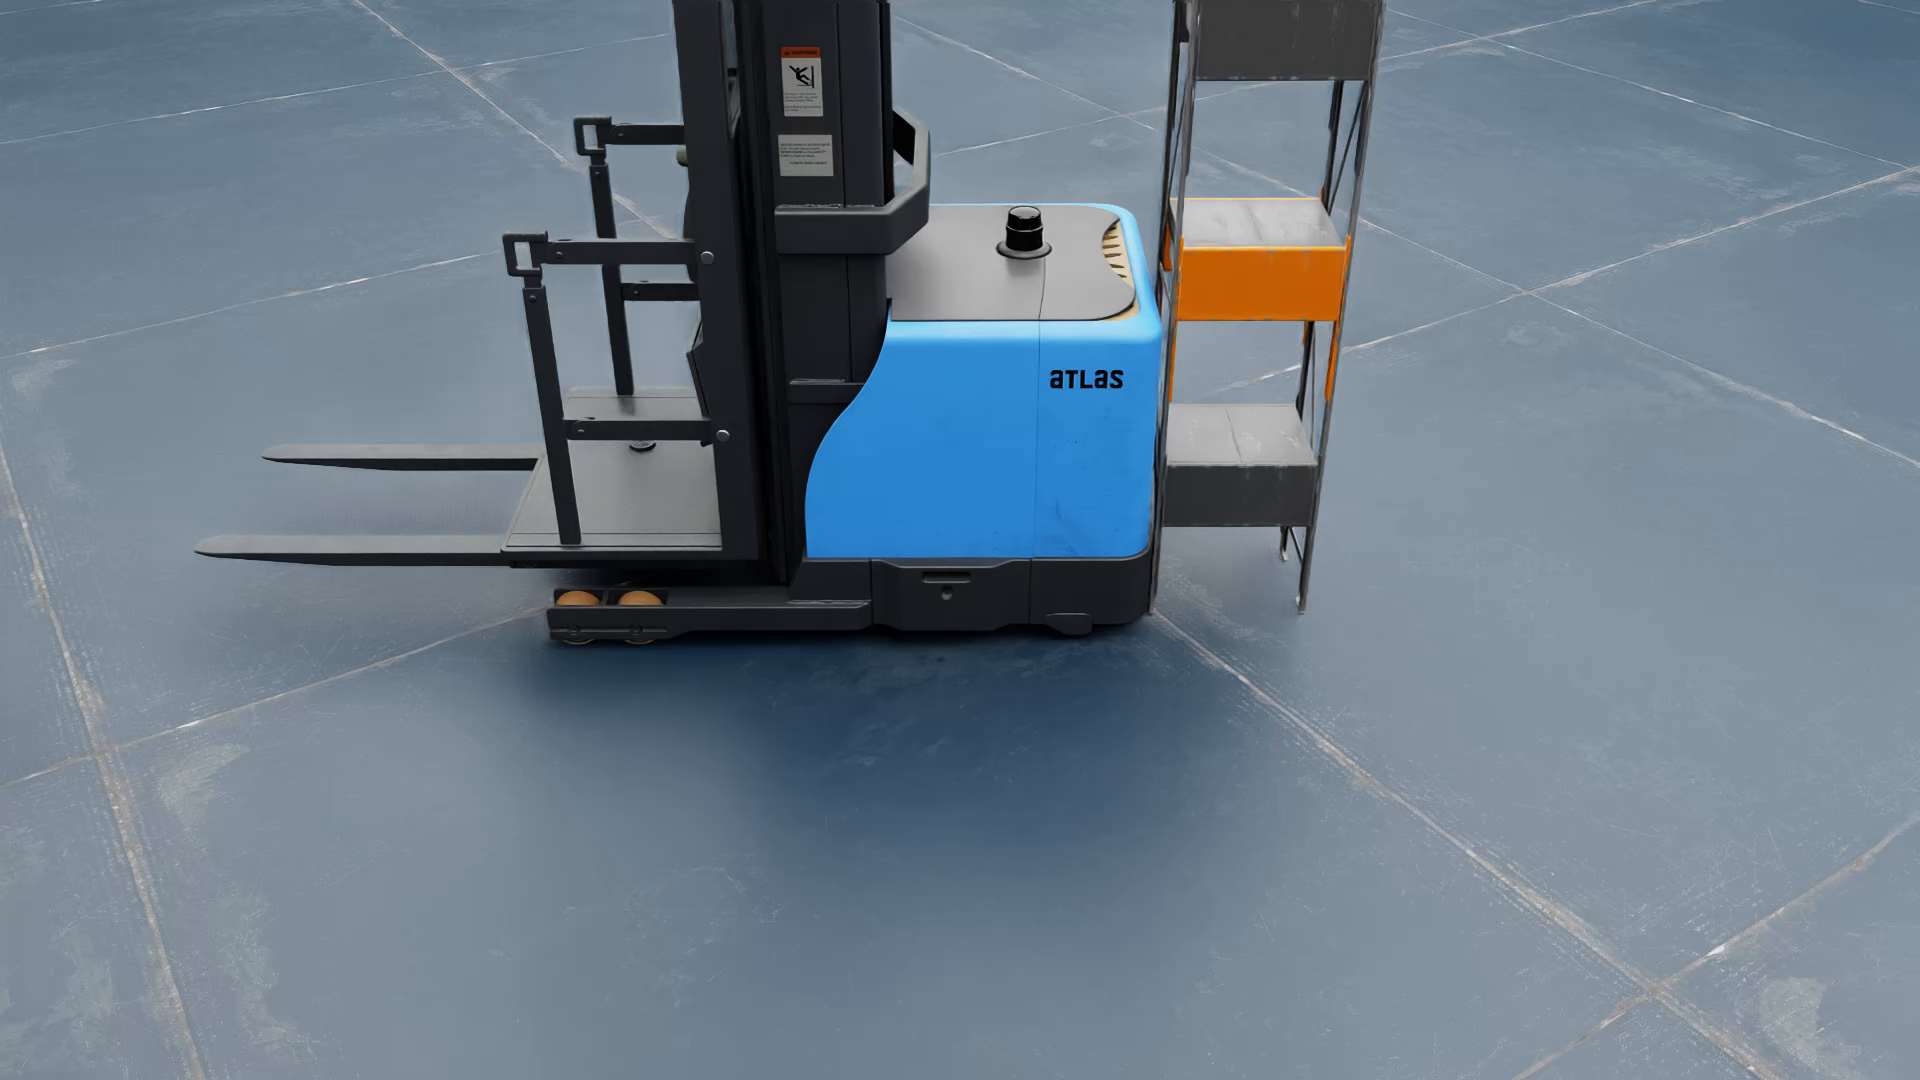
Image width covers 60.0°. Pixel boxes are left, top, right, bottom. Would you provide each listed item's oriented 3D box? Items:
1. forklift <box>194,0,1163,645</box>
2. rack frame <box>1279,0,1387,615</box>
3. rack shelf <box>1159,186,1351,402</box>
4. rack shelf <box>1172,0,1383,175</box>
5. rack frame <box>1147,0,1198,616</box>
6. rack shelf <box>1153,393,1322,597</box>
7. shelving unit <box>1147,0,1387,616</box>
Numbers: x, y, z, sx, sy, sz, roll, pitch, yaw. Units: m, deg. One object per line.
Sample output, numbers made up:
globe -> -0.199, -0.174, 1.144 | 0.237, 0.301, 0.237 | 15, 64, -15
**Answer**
forklift -> -0.921, -1.194, 4.896 | 3.031, 2.935, 1.130 | 0, 32, 0
rack frame -> 1.103, -0.751, 4.973 | 0.015, 2.100, 0.400 | 0, 32, 0
rack shelf -> 0.859, -0.740, 4.980 | 0.480, 0.518, 0.431 | 0, 32, 0
rack shelf -> 0.859, -1.332, 4.606 | 0.480, 0.518, 0.431 | 0, 32, 0
rack frame -> 0.615, -0.751, 4.972 | 0.015, 2.100, 0.400 | 0, 32, 0
rack shelf -> 0.859, -0.148, 5.353 | 0.480, 0.518, 0.431 | 0, 32, 0
shelving unit -> 0.859, -0.751, 4.973 | 0.503, 2.100, 0.431 | 0, 32, 0
